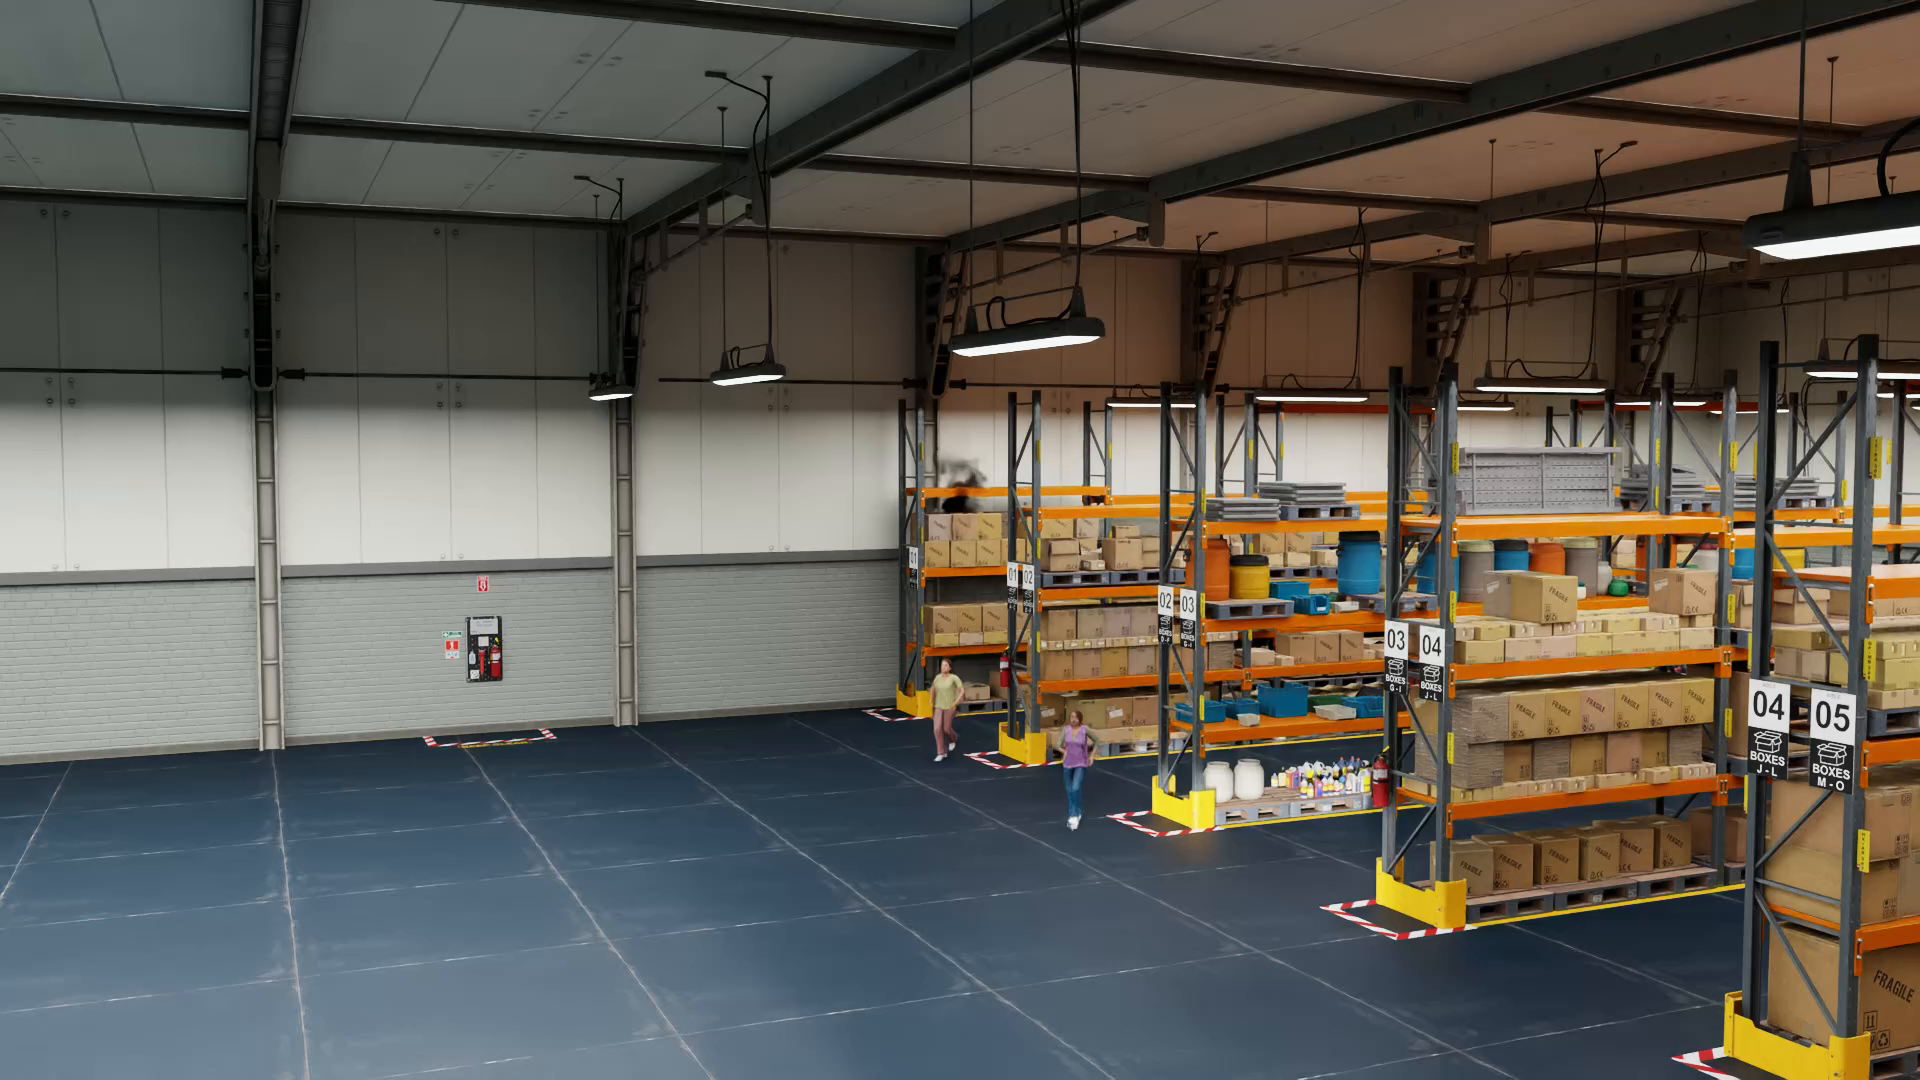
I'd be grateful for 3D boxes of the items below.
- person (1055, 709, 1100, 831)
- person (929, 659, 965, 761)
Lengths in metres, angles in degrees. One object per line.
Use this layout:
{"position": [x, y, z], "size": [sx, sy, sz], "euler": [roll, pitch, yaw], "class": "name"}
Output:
{"position": [1.542, 3.062, 22.251], "size": [0.541, 1.618, 0.648], "euler": [1, 4, 23], "class": "person"}
{"position": [-0.226, 2.764, 27.232], "size": [0.616, 1.641, 0.640], "euler": [1, 4, 21], "class": "person"}
